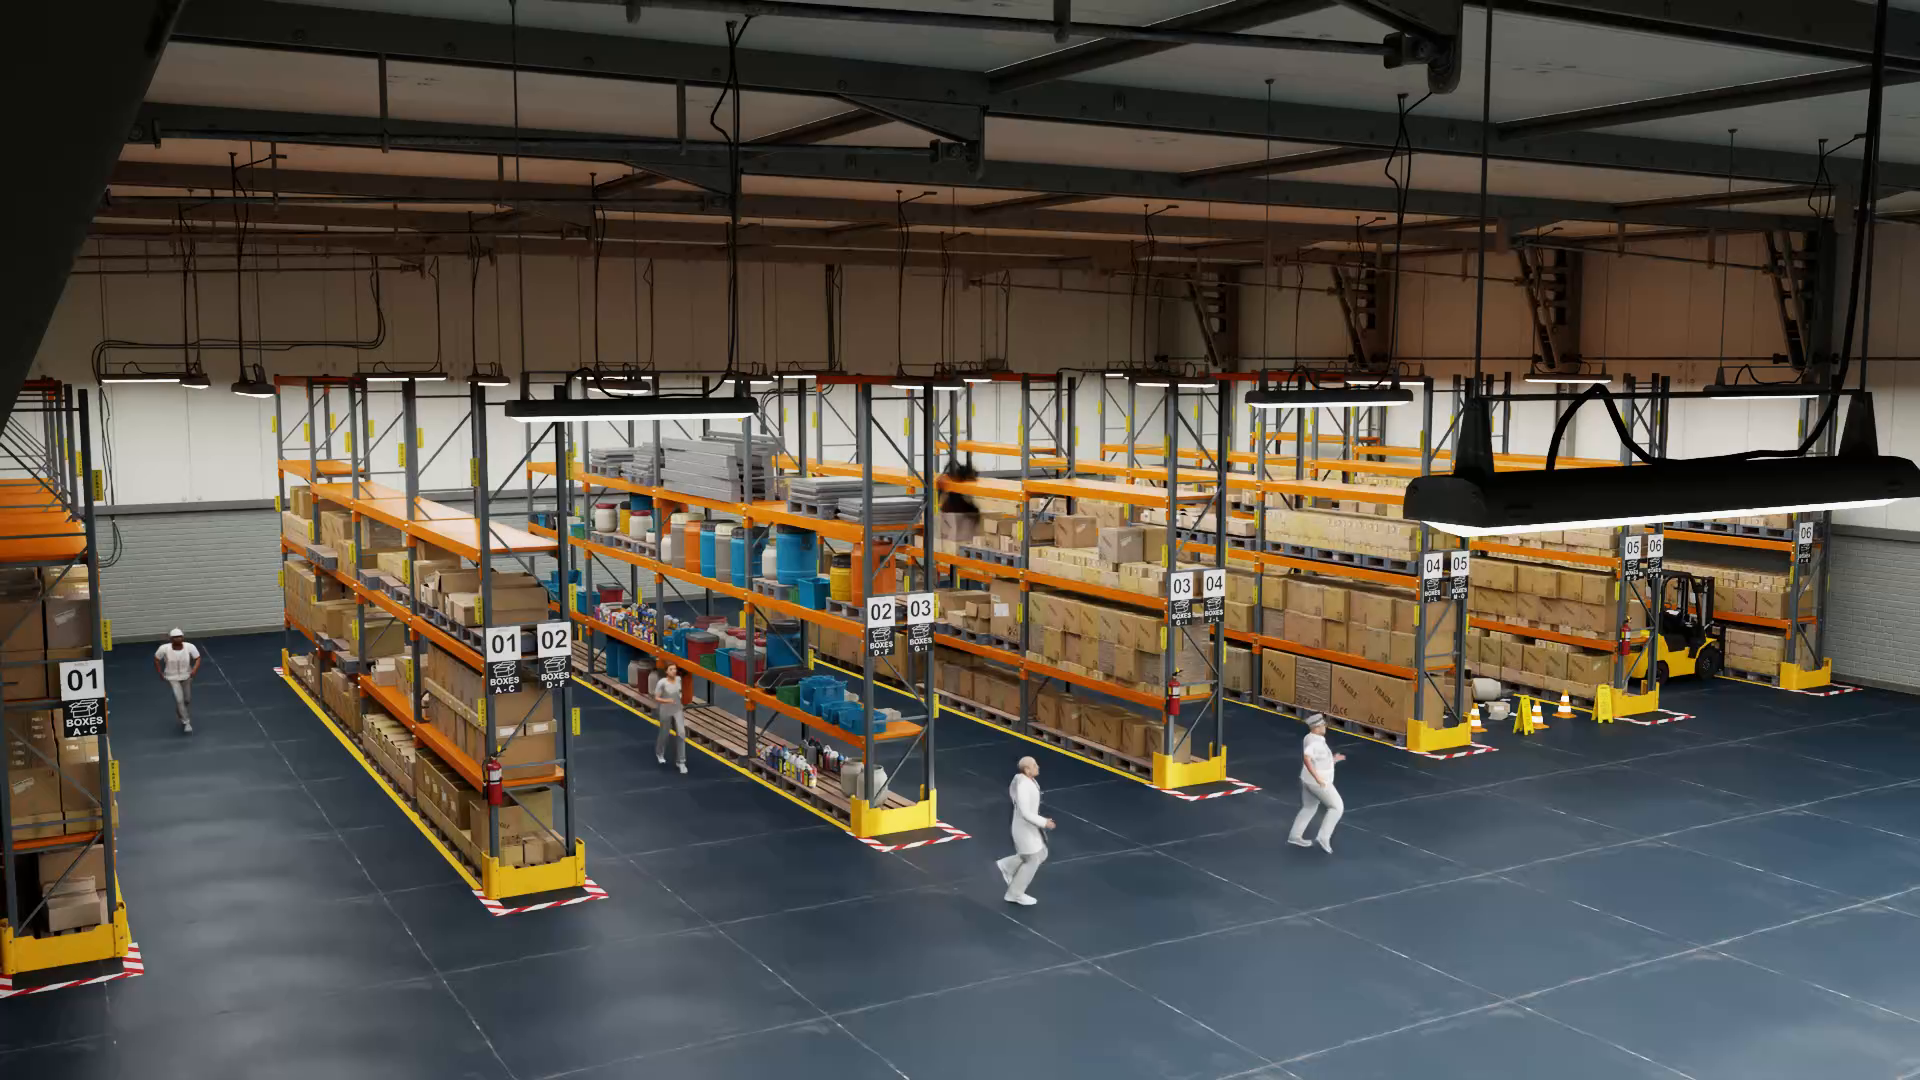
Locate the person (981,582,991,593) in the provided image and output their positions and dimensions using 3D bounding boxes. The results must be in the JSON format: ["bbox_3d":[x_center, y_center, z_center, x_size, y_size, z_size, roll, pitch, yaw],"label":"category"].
[{"bbox_3d":[0.740,0.953,41.887,0.716,1.656,0.639,3,7,23],"label":"person"}]

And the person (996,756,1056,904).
[{"bbox_3d":[0.772,3.365,19.356,0.697,1.743,0.740,0,6,3],"label":"person"}]

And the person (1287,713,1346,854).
[{"bbox_3d":[4.601,3.130,21.352,0.747,1.834,0.633,-1,6,-10],"label":"person"}]

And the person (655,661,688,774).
[{"bbox_3d":[-4.482,2.692,25.633,0.518,1.696,0.887,-3,7,-28],"label":"person"}]

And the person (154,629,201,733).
[{"bbox_3d":[-13.354,2.368,28.431,0.726,1.749,0.885,-4,7,-33],"label":"person"}]
